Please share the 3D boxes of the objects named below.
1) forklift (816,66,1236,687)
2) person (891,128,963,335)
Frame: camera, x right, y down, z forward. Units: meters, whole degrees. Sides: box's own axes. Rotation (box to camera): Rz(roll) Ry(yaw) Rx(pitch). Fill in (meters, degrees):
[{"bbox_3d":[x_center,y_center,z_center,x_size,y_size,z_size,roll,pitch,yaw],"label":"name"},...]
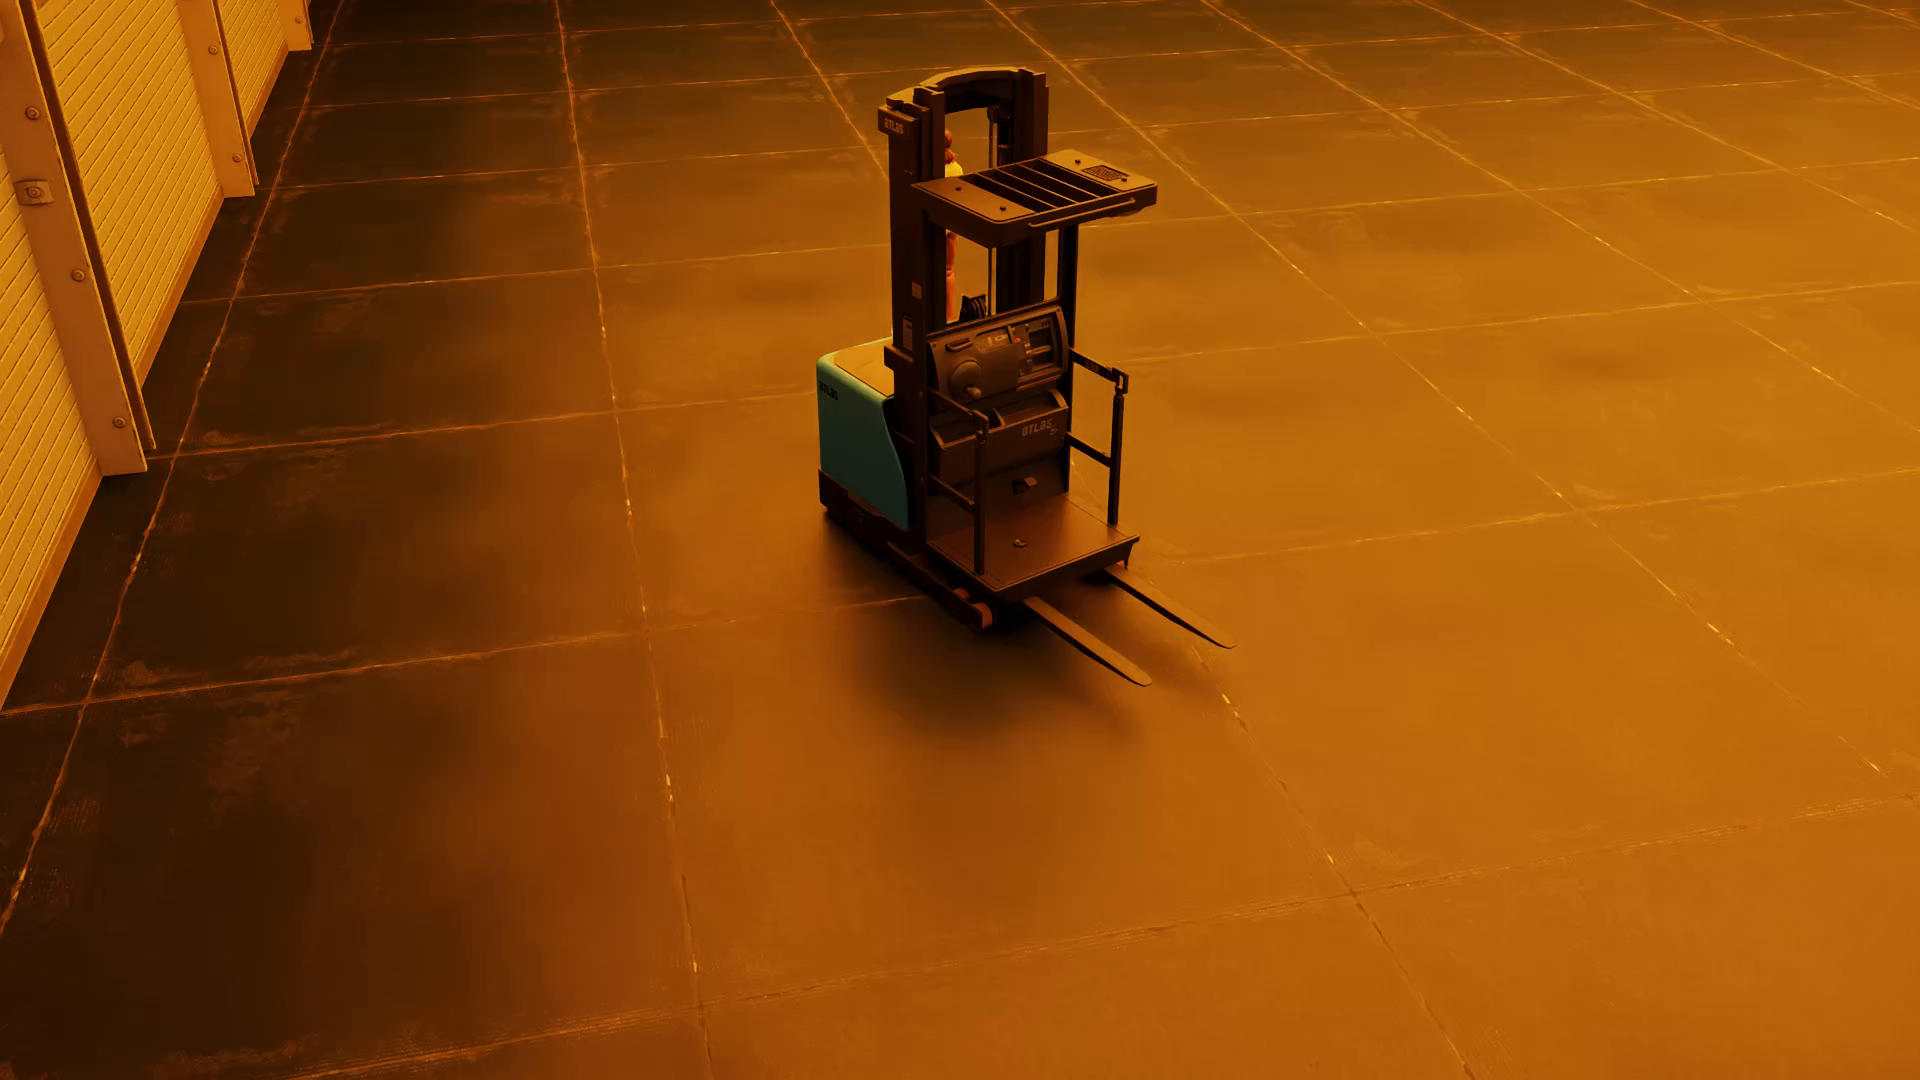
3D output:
[{"bbox_3d":[0.355,-1.021,9.338,1.130,2.935,3.031,-20,35,-30],"label":"forklift"},{"bbox_3d":[-0.219,-2.399,12.973,0.405,1.674,0.597,24,38,35],"label":"person"}]
